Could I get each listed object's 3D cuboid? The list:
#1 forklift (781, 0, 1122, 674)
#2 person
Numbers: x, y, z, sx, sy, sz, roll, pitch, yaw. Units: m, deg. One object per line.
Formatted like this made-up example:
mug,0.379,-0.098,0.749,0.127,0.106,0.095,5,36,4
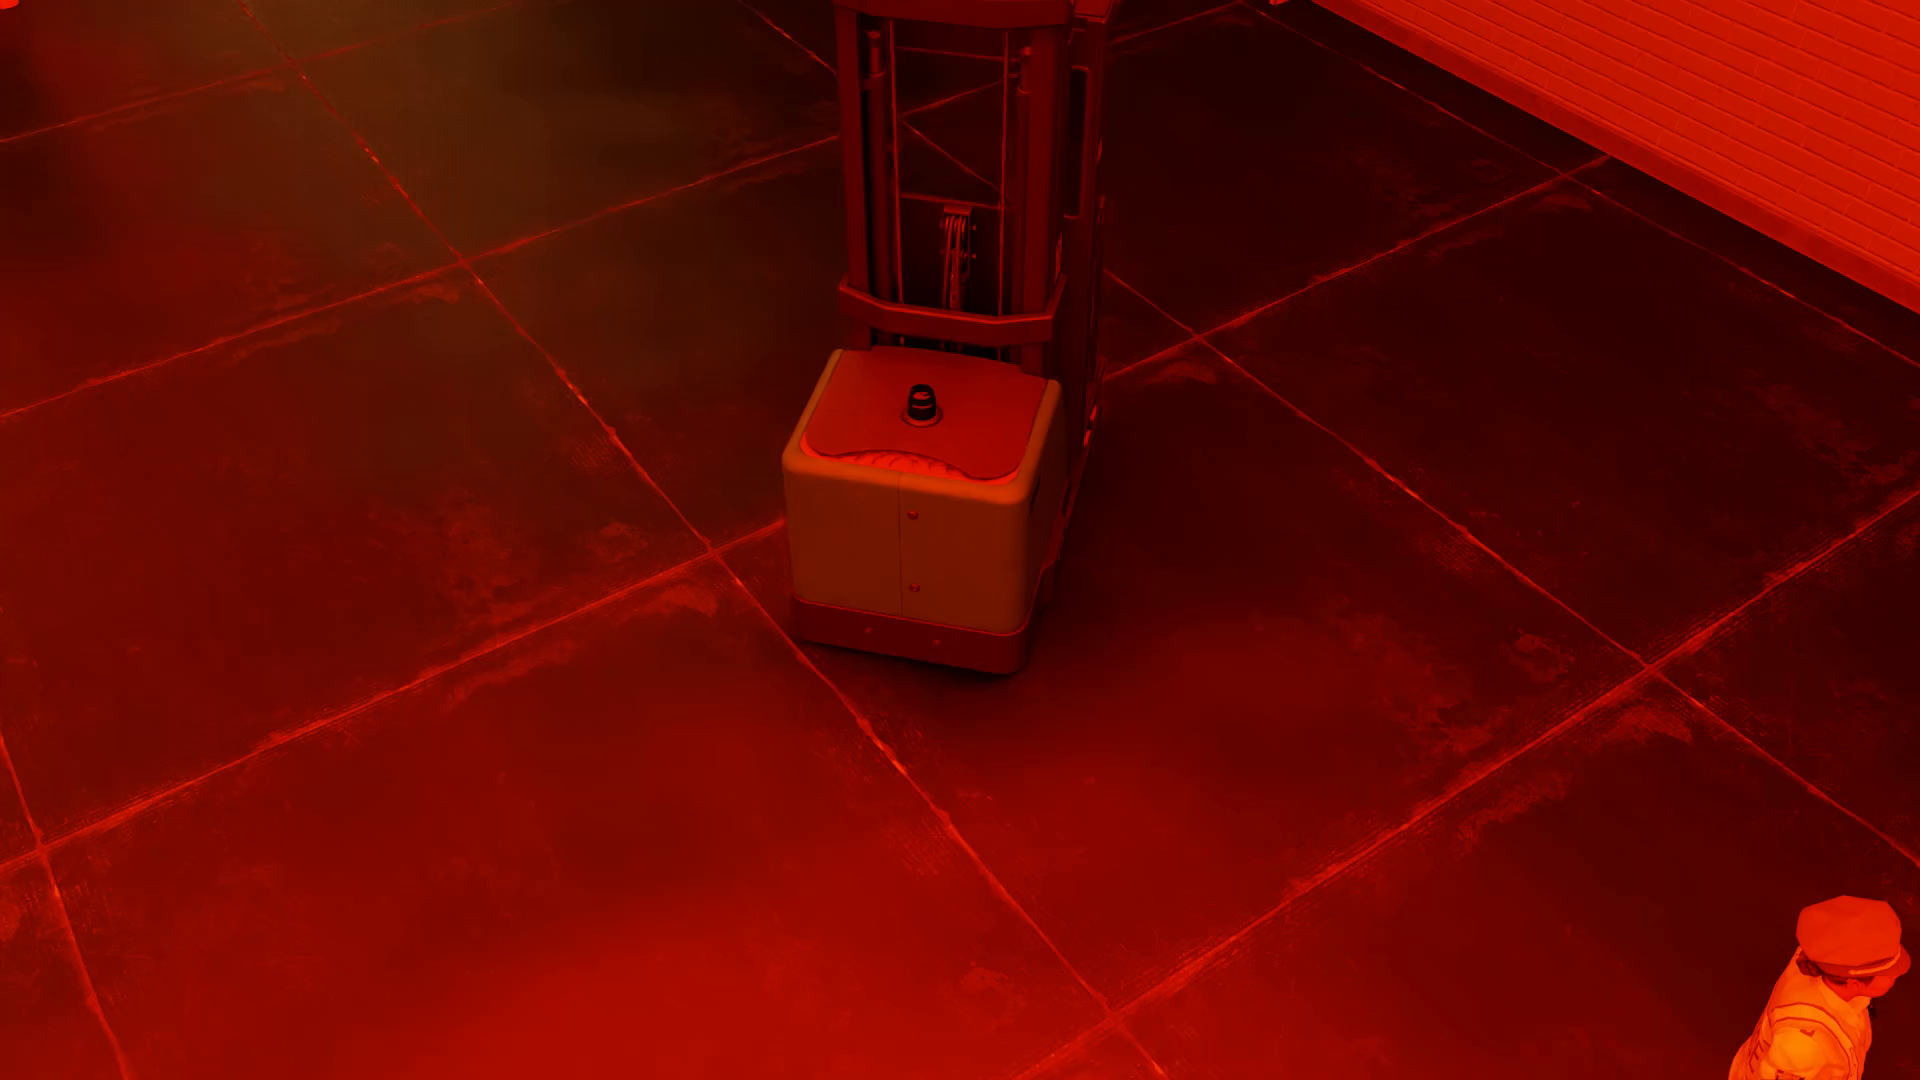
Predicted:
forklift,0.101,-1.513,7.357,1.130,2.935,3.031,9,43,10
person,2.444,1.671,4.804,0.529,1.694,0.587,21,47,22
